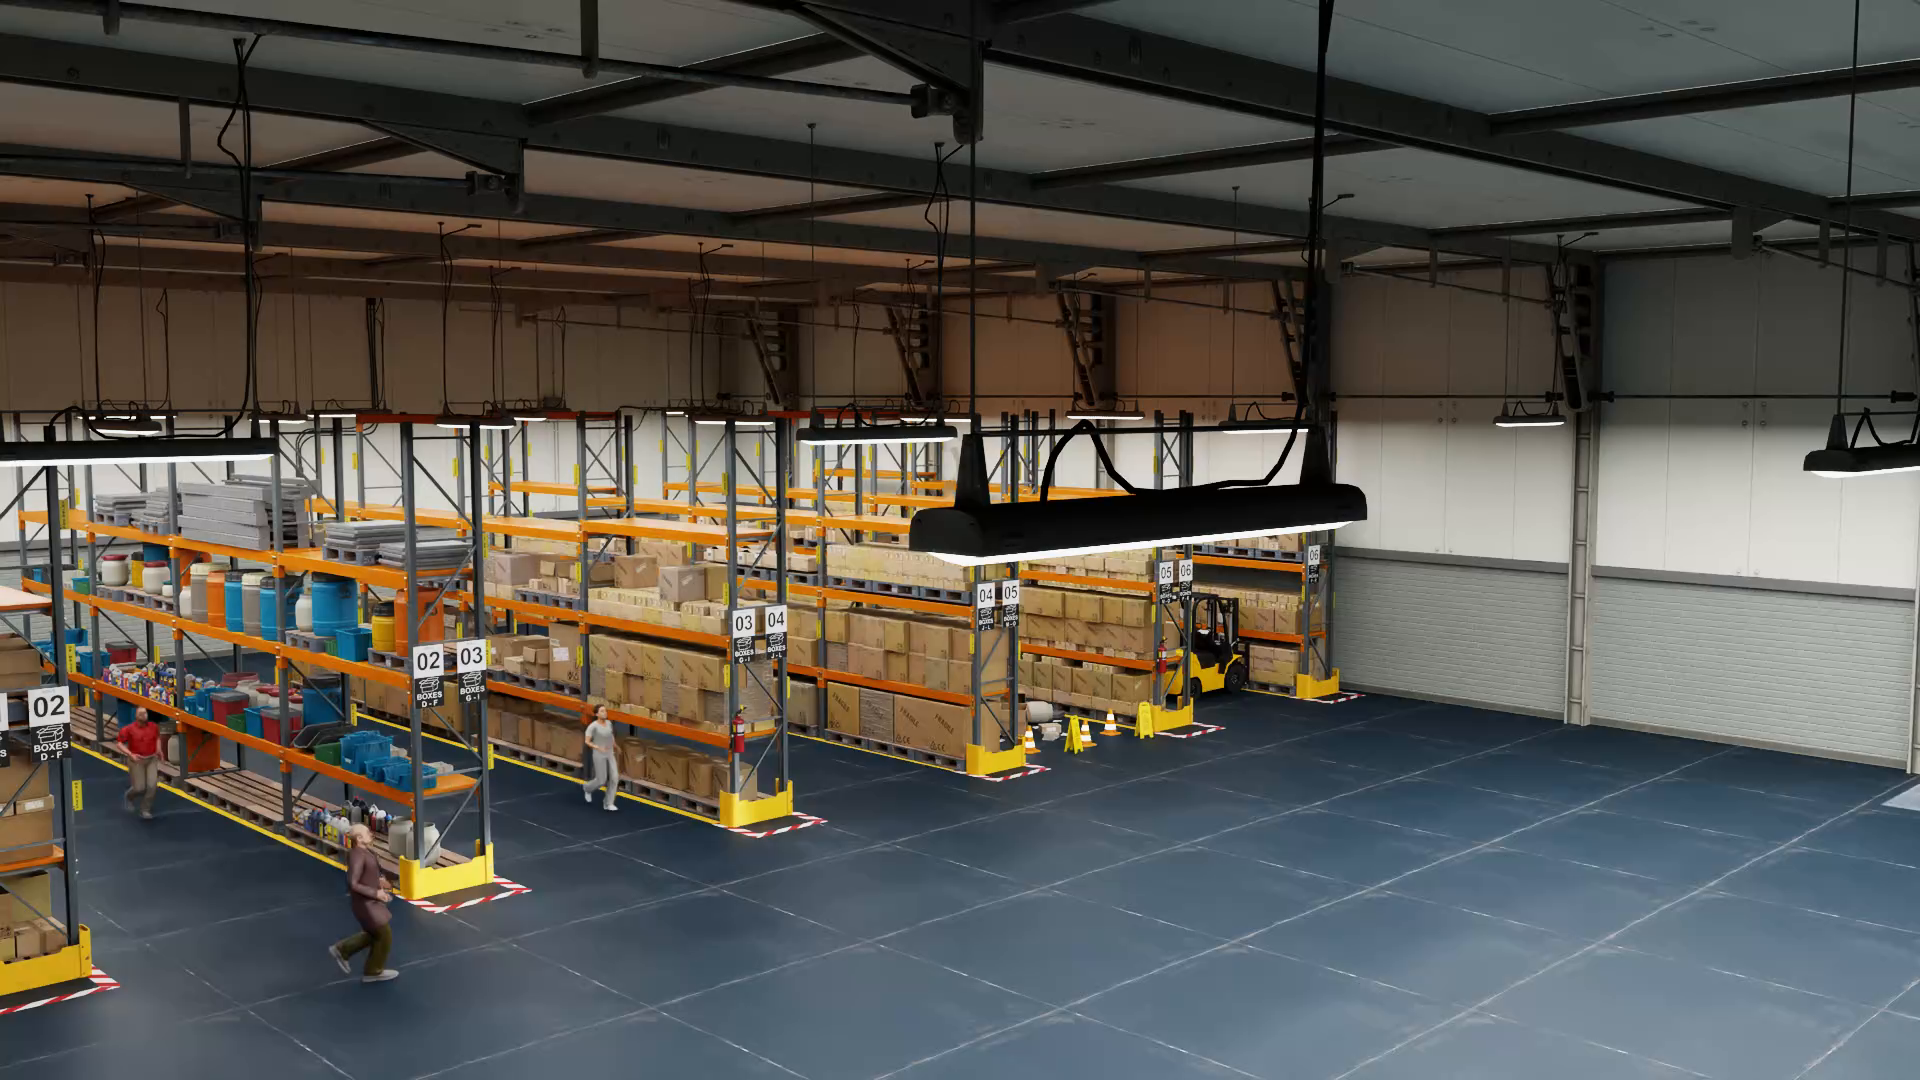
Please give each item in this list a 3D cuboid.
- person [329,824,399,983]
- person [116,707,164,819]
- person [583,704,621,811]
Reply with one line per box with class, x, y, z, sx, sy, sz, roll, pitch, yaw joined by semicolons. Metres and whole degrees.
person;-6.440;3.911;17.902;0.708;1.727;0.711;-2;5;-19
person;-12.269;3.327;24.925;0.595;1.679;0.648;4;6;38
person;-5.483;3.308;25.459;0.702;1.622;0.568;4;6;40
